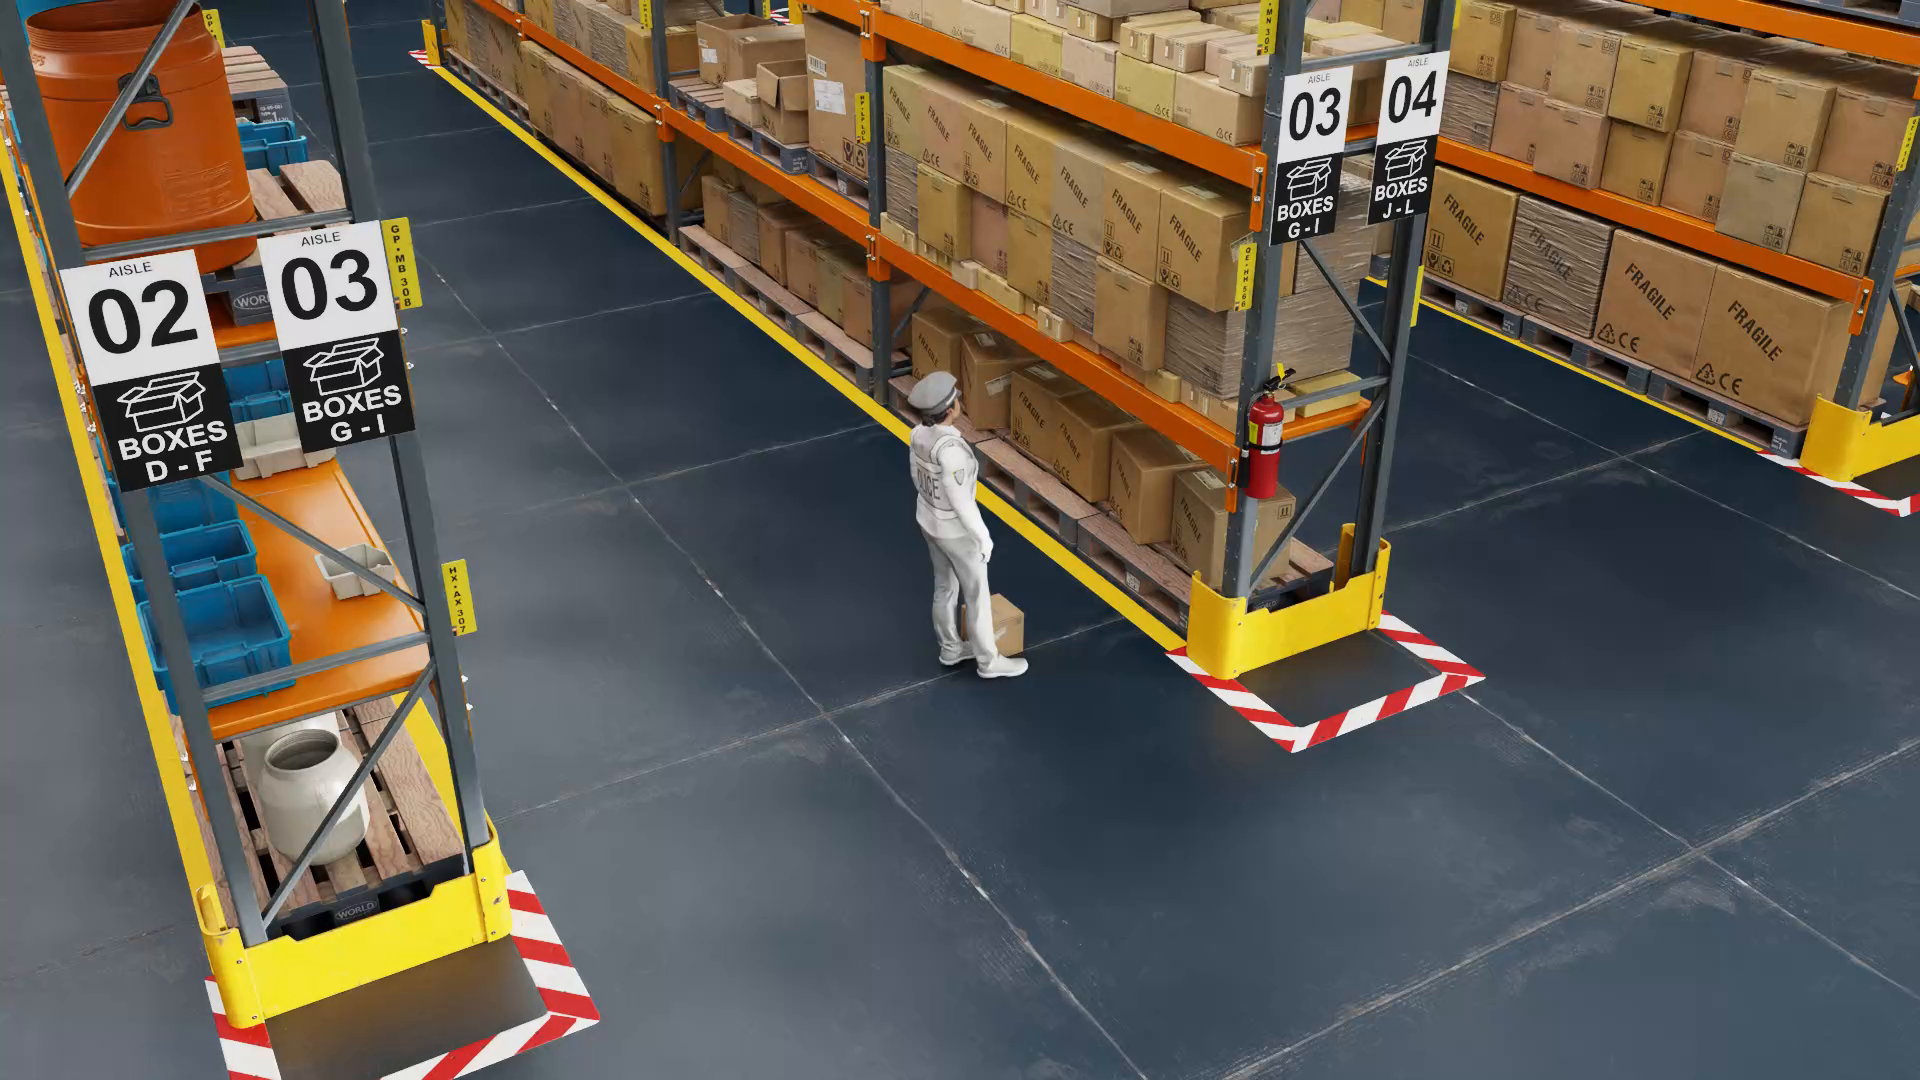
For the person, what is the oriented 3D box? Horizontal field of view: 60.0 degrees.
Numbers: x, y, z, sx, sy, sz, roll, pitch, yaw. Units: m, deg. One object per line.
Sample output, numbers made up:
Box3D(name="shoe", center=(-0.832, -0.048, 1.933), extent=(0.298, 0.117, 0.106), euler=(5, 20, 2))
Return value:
Box3D(name="person", center=(0.014, -0.088, 8.661), extent=(0.530, 1.694, 0.586), euler=(-16, 33, -26))
